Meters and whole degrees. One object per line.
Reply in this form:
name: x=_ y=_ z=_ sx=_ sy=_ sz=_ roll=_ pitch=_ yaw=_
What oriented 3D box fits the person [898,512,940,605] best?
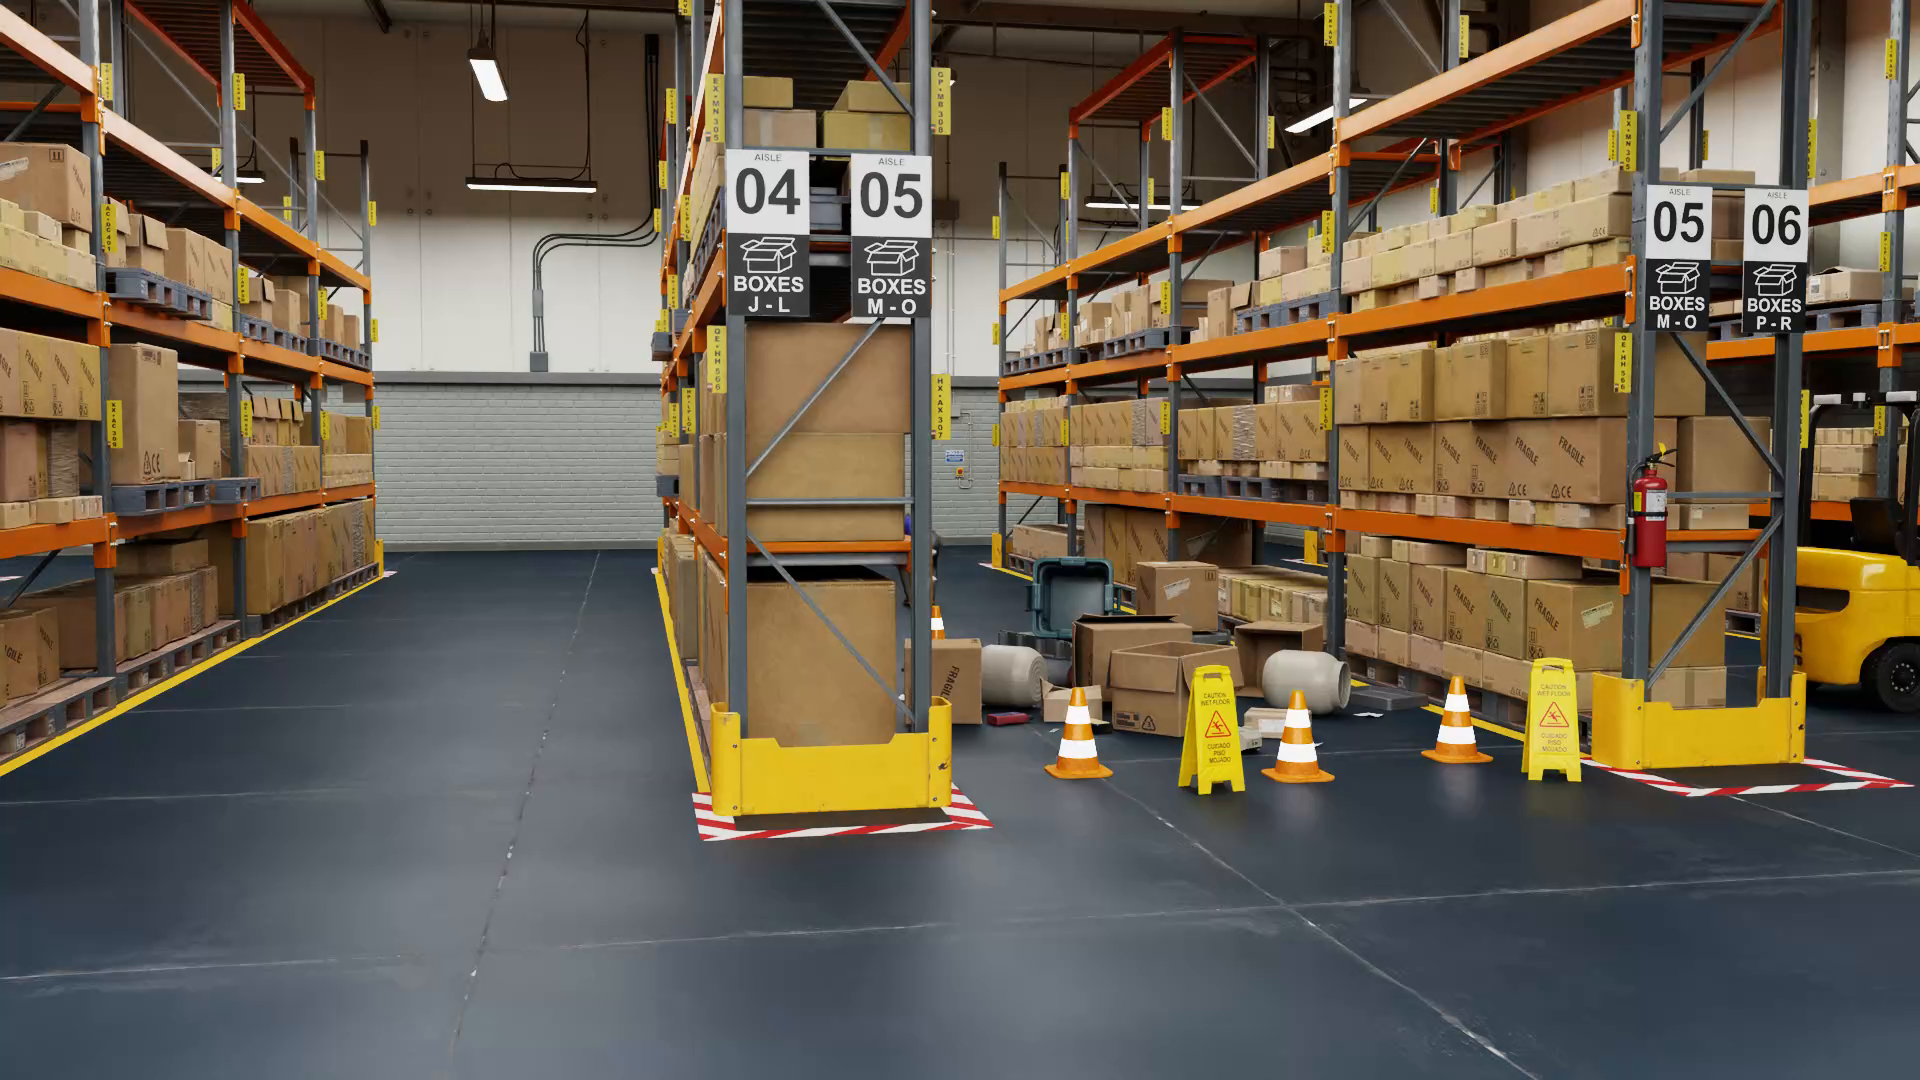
person: x=-0.492 y=0.210 z=19.003 sx=0.452 sy=1.046 sz=0.858 roll=-1 pitch=3 yaw=-14
